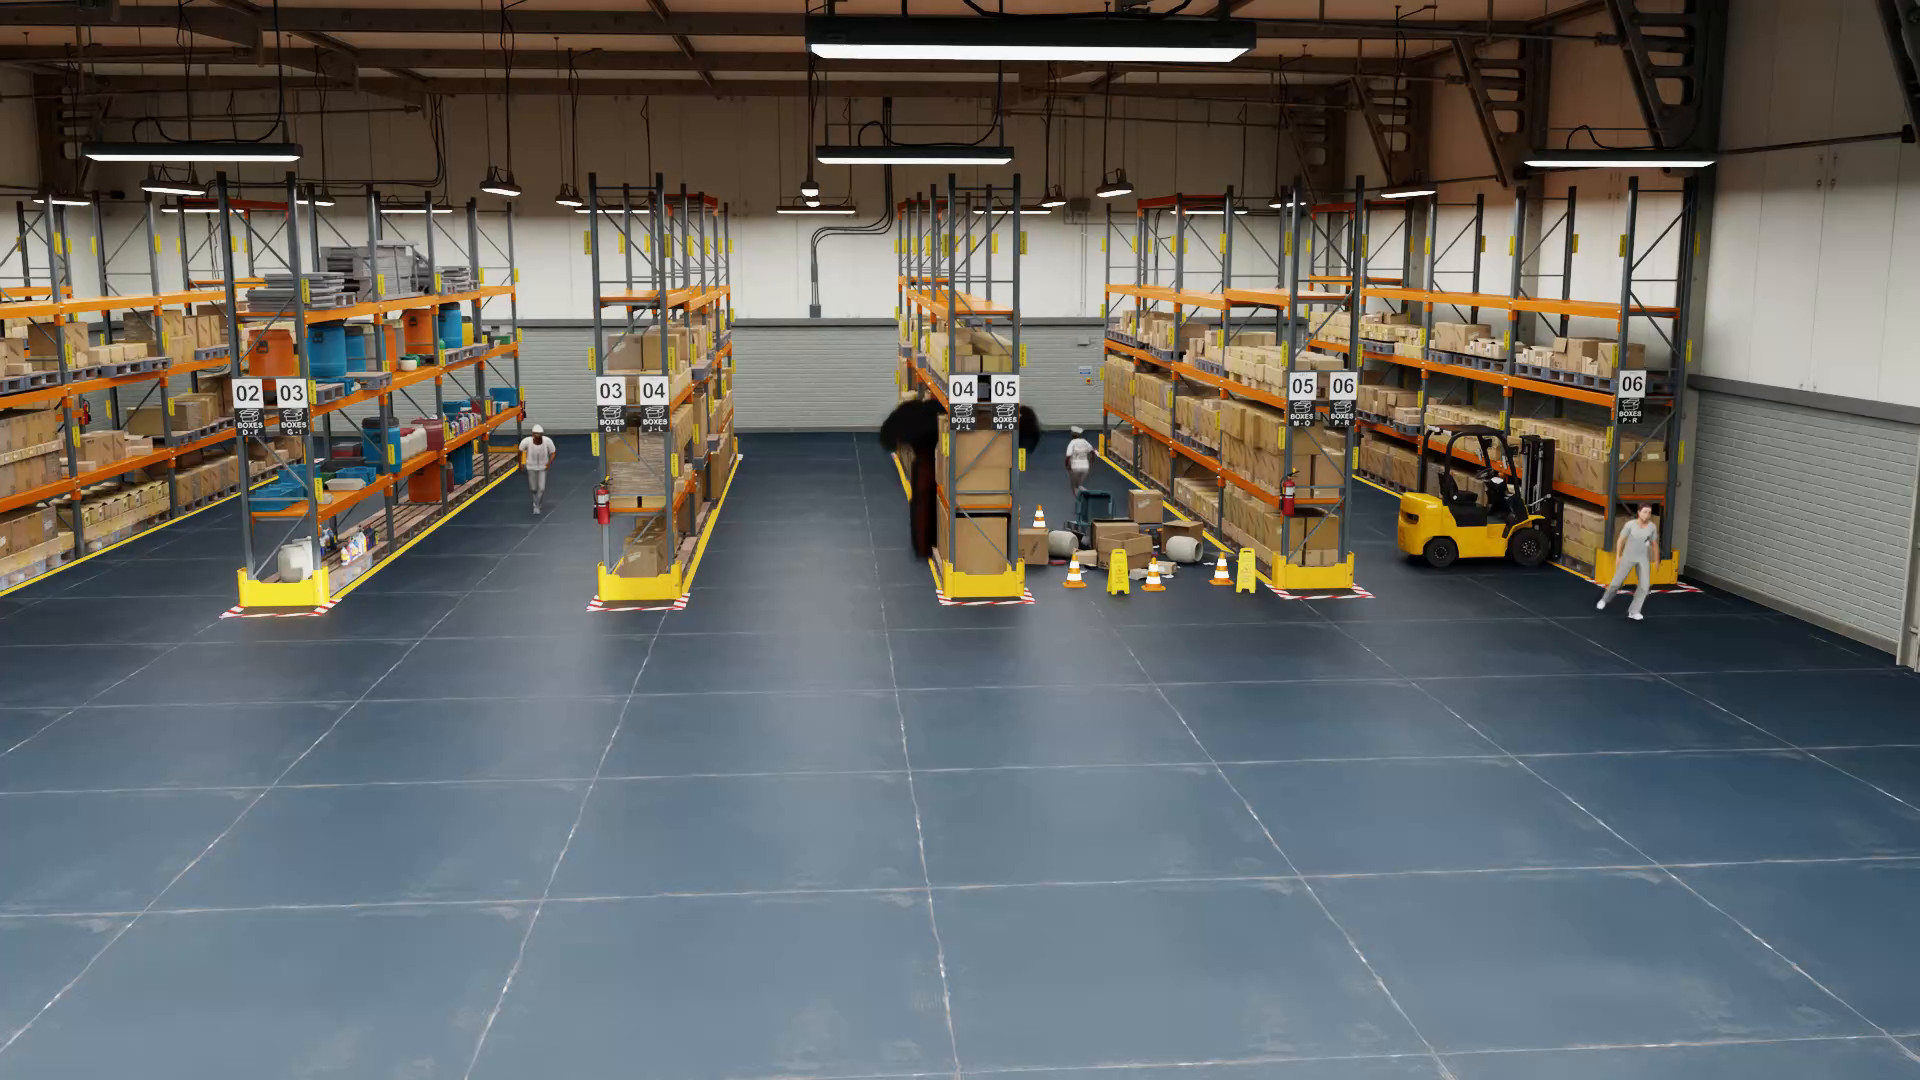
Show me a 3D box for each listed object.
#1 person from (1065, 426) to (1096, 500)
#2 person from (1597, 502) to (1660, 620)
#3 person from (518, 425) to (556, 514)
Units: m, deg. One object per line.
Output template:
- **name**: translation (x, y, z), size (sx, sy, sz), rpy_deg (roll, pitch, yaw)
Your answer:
- **person**: translation (2.302, -1.337, 31.607), size (0.609, 1.644, 0.541), rpy_deg (-4, 11, -23)
- **person**: translation (9.135, 0.250, 22.664), size (0.703, 1.606, 0.673), rpy_deg (1, 10, 6)
- **person**: translation (-8.017, -1.356, 31.546), size (0.695, 1.691, 0.711), rpy_deg (-4, 11, -19)
